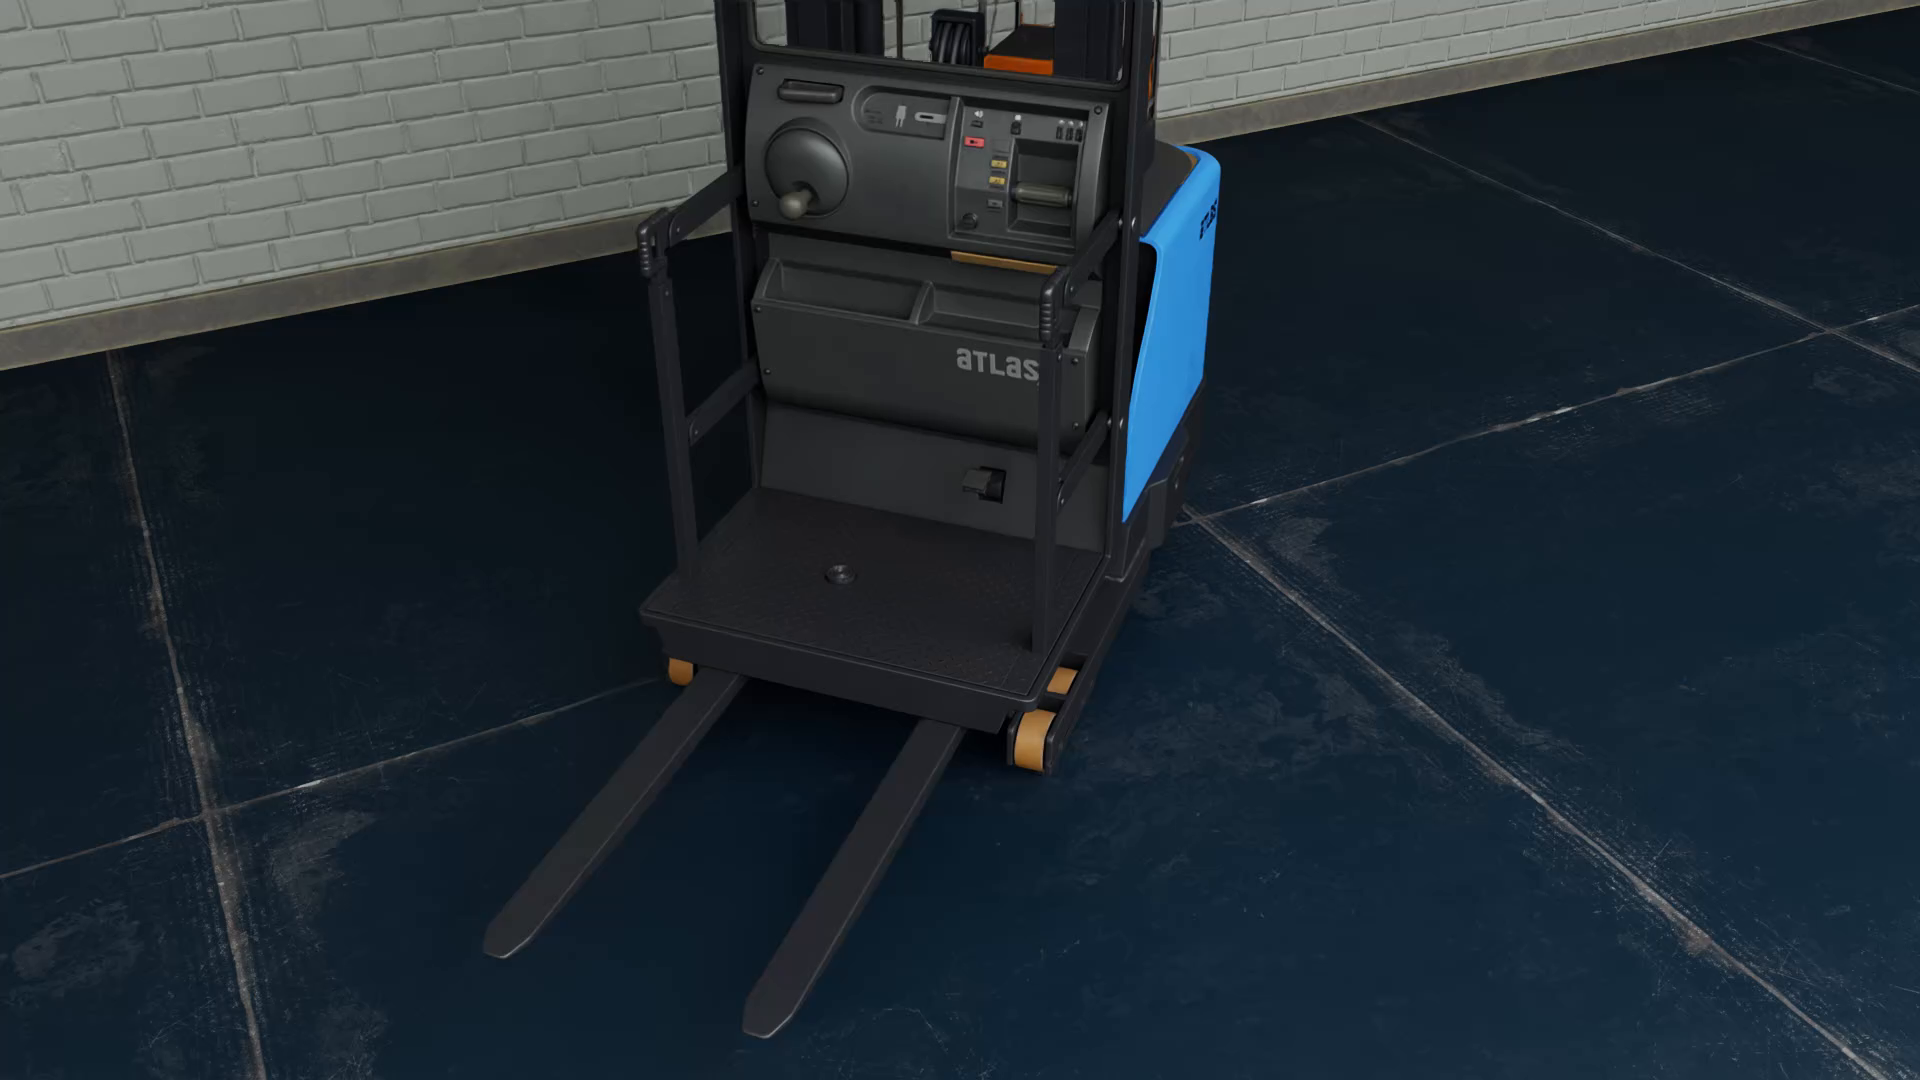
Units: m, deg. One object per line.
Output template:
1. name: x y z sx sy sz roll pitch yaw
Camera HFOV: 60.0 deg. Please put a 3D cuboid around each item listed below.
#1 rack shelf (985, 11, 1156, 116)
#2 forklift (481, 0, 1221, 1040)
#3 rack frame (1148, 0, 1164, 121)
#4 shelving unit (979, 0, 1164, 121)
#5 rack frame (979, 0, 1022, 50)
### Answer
1. rack shelf: 0.365 -1.431 5.563 0.480 0.518 0.431 11 34 17
2. forklift: -0.168 -0.886 3.916 1.130 2.935 3.031 11 34 17
3. rack frame: 0.593 -1.397 5.484 0.015 2.100 0.400 11 34 17
4. shelving unit: 0.365 -1.443 5.556 0.503 2.100 0.431 11 34 17
5. rack frame: 0.136 -1.489 5.627 0.015 2.100 0.400 11 34 17
